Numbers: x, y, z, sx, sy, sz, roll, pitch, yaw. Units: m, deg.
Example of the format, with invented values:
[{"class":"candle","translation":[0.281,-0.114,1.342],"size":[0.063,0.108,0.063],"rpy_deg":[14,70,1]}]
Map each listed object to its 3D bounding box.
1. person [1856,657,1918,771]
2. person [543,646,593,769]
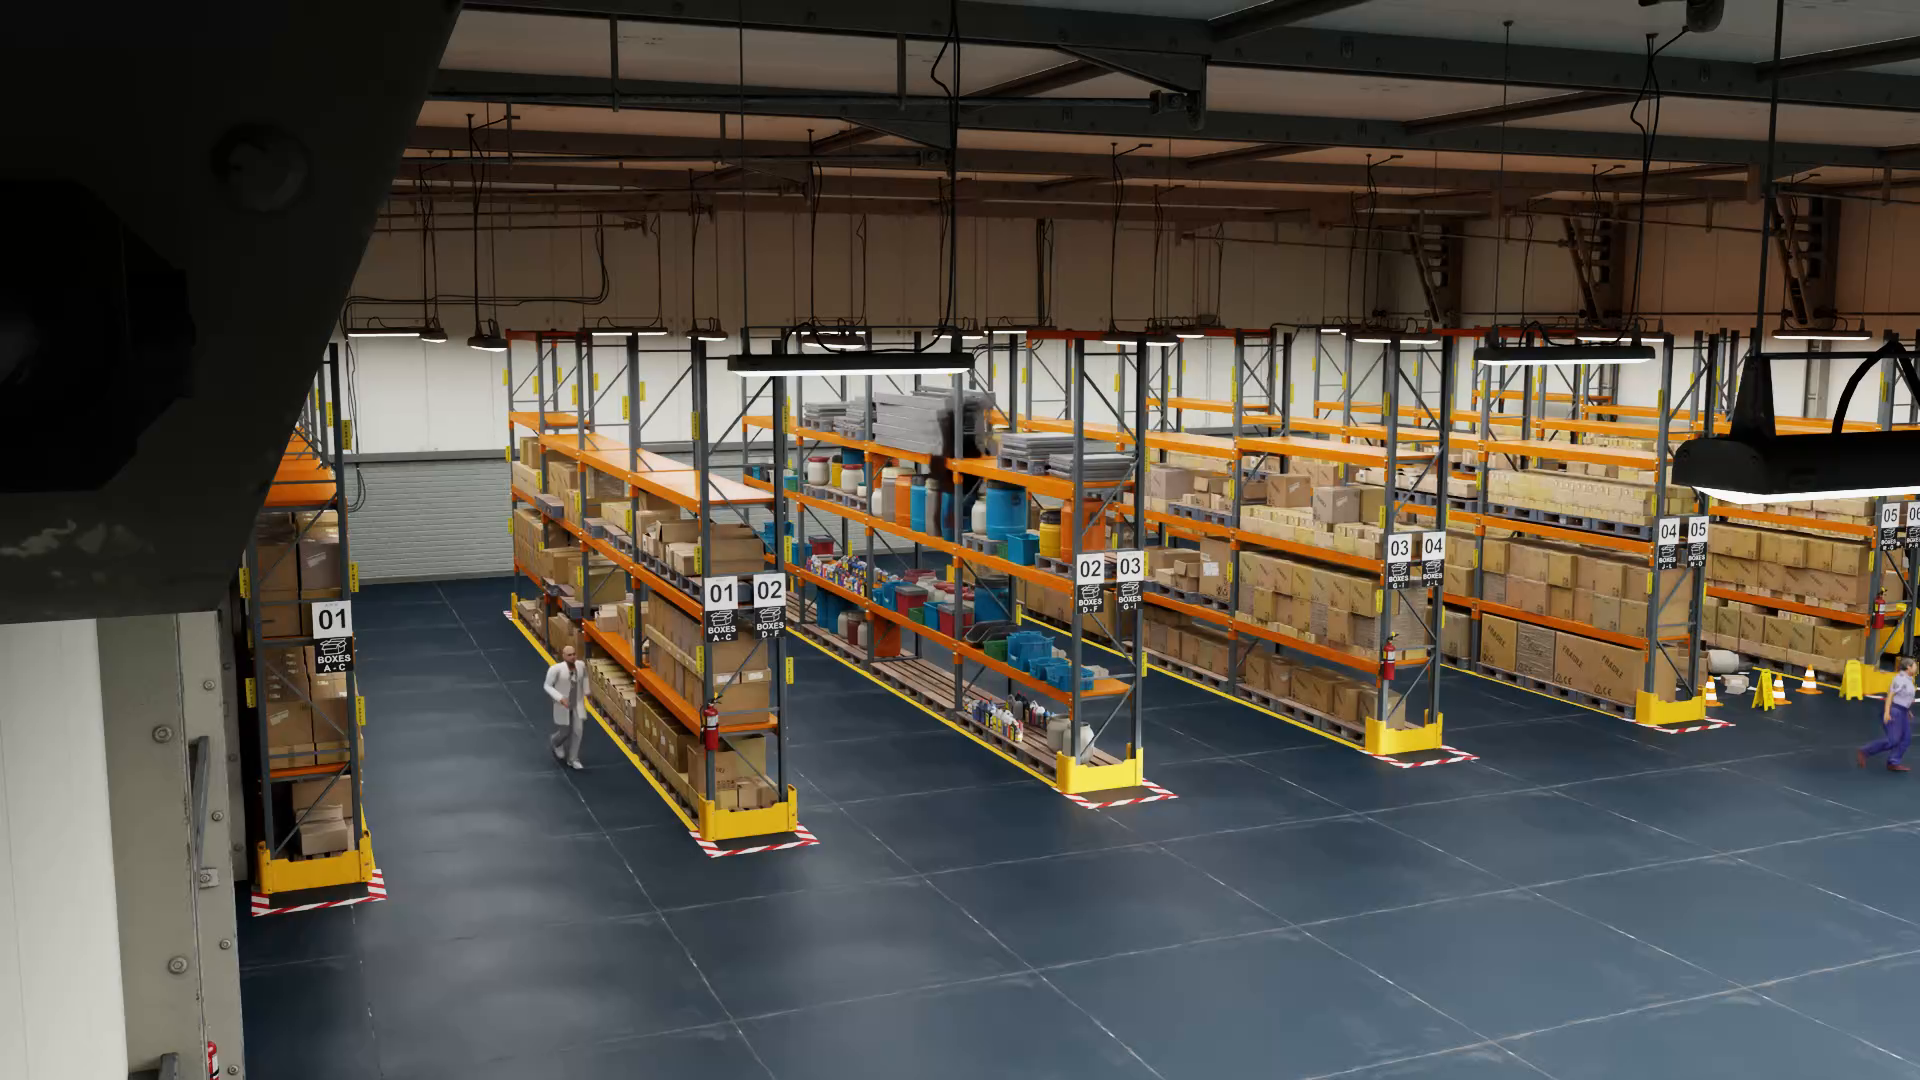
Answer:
[{"class":"person","translation":[12.905,2.406,23.144],"size":[0.662,1.588,0.664],"rpy_deg":[5,9,33]},{"class":"person","translation":[-5.539,2.310,23.362],"size":[0.707,1.734,0.868],"rpy_deg":[-5,9,-33]}]
